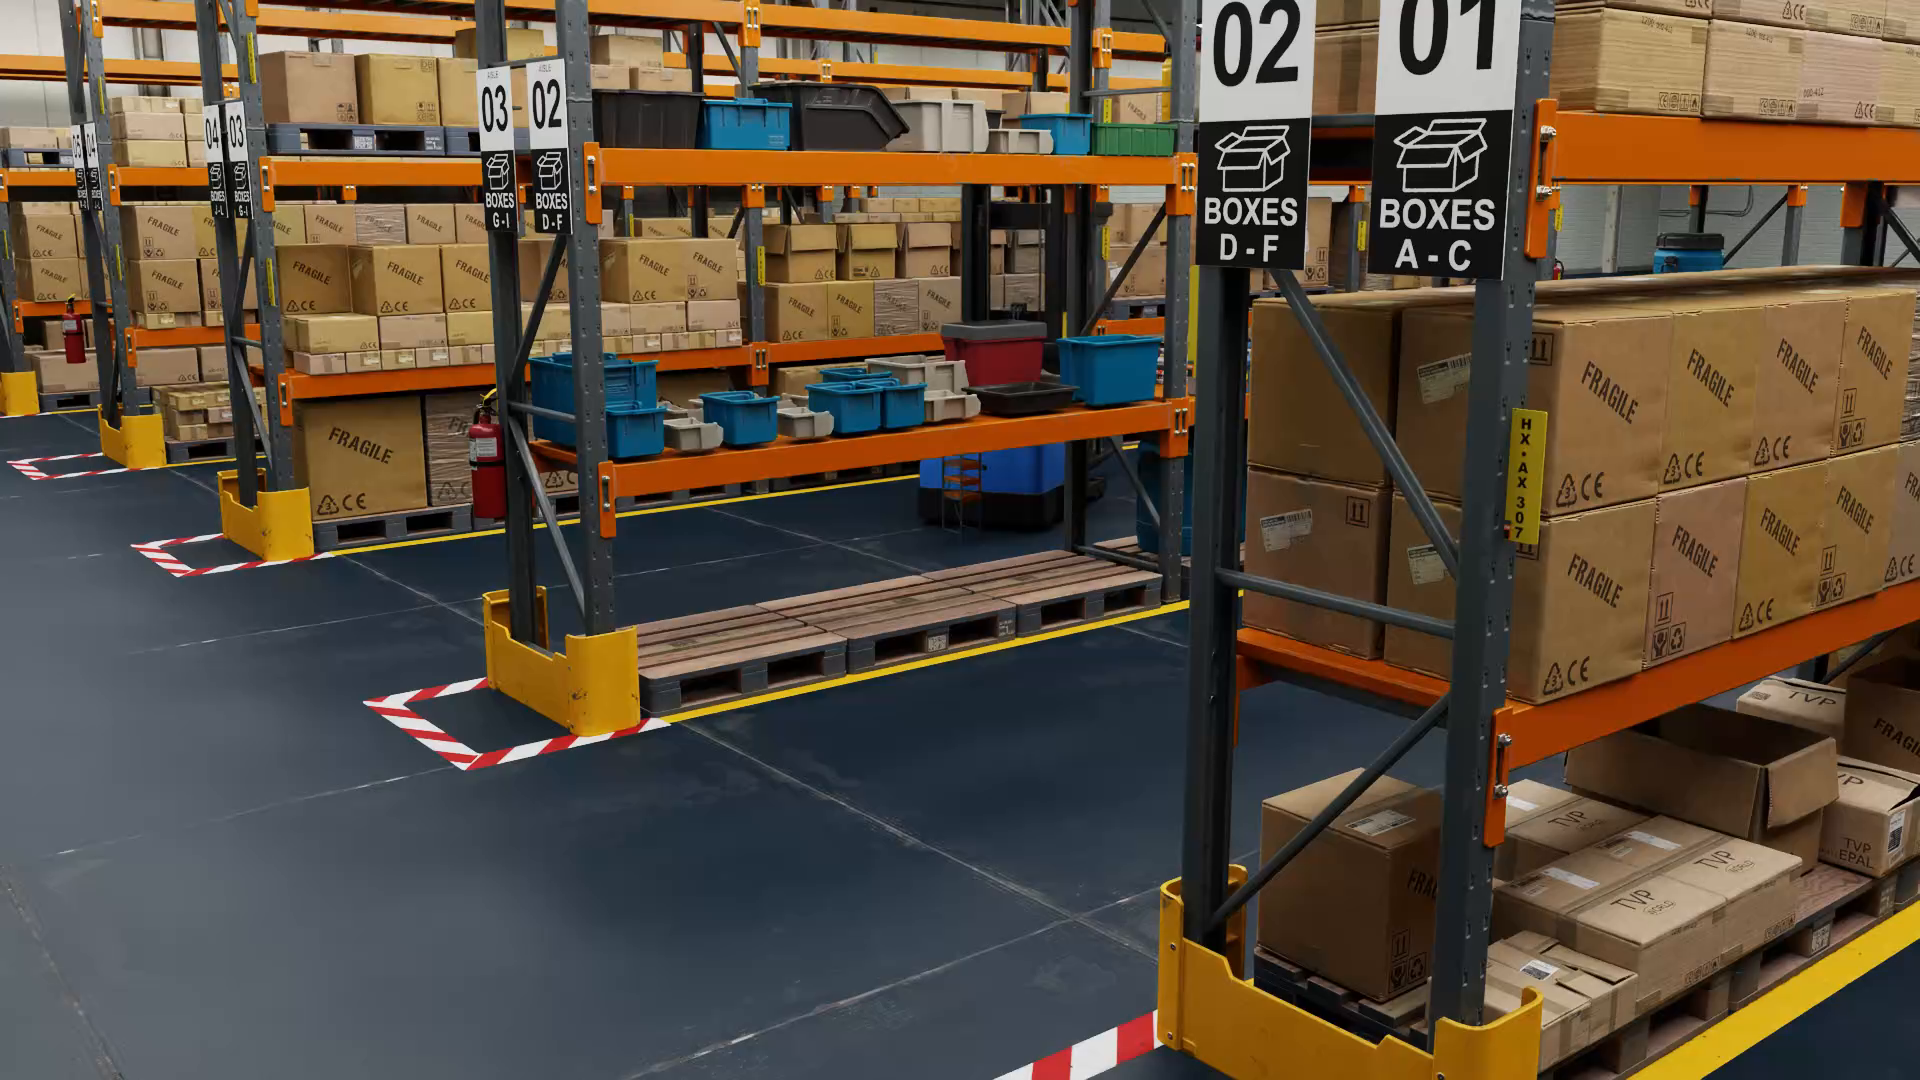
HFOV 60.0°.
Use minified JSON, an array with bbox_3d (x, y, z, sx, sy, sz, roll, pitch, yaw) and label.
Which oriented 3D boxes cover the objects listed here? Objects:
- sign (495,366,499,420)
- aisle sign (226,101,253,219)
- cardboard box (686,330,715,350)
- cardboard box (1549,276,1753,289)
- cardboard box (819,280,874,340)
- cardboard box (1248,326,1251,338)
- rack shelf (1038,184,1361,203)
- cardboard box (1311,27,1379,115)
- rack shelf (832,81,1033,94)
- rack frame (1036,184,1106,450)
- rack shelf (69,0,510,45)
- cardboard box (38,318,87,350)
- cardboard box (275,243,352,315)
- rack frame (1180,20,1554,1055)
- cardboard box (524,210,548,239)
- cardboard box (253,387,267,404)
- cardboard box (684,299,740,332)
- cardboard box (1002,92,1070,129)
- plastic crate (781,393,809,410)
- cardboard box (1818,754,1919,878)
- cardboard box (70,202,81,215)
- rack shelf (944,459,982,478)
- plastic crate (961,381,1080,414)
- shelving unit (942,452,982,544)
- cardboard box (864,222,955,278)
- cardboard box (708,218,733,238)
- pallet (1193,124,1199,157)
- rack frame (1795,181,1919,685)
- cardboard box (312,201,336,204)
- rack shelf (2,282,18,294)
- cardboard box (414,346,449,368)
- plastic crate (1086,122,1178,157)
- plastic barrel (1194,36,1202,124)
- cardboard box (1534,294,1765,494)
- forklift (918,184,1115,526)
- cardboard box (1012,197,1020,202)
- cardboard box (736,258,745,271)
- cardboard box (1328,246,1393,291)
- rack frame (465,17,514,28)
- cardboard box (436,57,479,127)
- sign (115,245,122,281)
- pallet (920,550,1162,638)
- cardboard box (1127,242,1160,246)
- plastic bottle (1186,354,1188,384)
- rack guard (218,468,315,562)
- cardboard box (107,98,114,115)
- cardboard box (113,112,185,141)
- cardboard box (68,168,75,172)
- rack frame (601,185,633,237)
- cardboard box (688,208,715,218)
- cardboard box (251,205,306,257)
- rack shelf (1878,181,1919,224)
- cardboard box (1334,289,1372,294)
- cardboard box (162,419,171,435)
[{"bbox_3d":[-2.413,-0.790,8.734,0.005,0.325,0.100,-9,15,-38],"label":"sign"},{"bbox_3d":[-5.020,-2.640,11.581,0.004,0.787,0.394,-9,15,-38],"label":"aisle sign"},{"bbox_3d":[-2.262,-1.696,14.000,0.250,0.149,0.380,-9,15,-37],"label":"cardboard box"},{"bbox_3d":[2.407,-0.660,5.867,0.500,0.500,0.500,-9,15,-36],"label":"cardboard box"},{"bbox_3d":[-1.120,-2.079,14.956,0.500,0.500,0.500,-9,15,-38],"label":"cardboard box"},{"bbox_3d":[3.835,-3.387,25.464,0.875,0.875,0.875,-9,15,-37],"label":"cardboard box"},{"bbox_3d":[2.658,-3.839,17.998,4.000,0.370,1.077,-9,15,-38],"label":"rack shelf"},{"bbox_3d":[1.271,-1.322,4.775,0.500,0.250,0.500,-9,15,-38],"label":"cardboard box"},{"bbox_3d":[-0.410,-7.431,27.701,4.000,0.370,1.077,-9,15,-38],"label":"rack shelf"},{"bbox_3d":[1.096,-2.464,17.013,0.127,3.000,1.000,-9,15,-38],"label":"rack frame"},{"bbox_3d":[-6.609,-5.084,16.649,4.000,0.370,1.077,-9,15,-38],"label":"rack shelf"},{"bbox_3d":[-13.217,-2.990,24.493,0.500,0.500,0.700,-9,15,-35],"label":"cardboard box"},{"bbox_3d":[-4.935,-1.971,12.529,0.500,0.500,0.500,-9,15,-37],"label":"cardboard box"},{"bbox_3d":[1.035,0.181,4.555,0.127,3.000,1.000,-9,15,-38],"label":"rack frame"},{"bbox_3d":[-6.123,-4.369,23.334,0.500,0.500,0.500,-9,15,-38],"label":"cardboard box"},{"bbox_3d":[-6.990,-1.471,16.757,0.250,0.149,0.380,-10,16,-40],"label":"cardboard box"},{"bbox_3d":[-2.208,-1.918,14.083,0.500,0.250,0.500,-10,15,-39],"label":"cardboard box"},{"bbox_3d":[0.665,-4.097,16.219,0.637,0.503,0.797,-8,15,-34],"label":"cardboard box"},{"bbox_3d":[-0.876,-0.775,9.549,0.250,0.136,0.298,-9,15,-38],"label":"plastic crate"},{"bbox_3d":[3.305,0.979,6.210,0.500,0.311,0.500,-9,15,-38],"label":"cardboard box"},{"bbox_3d":[-10.457,-3.951,19.803,0.250,0.149,0.380,-9,15,-36],"label":"cardboard box"},{"bbox_3d":[0.011,-0.545,12.522,0.180,0.103,0.258,-9,15,-38],"label":"rack shelf"},{"bbox_3d":[0.360,-0.848,9.918,0.590,0.125,0.437,-9,15,-38],"label":"plastic crate"},{"bbox_3d":[0.011,-0.589,12.513,0.189,1.200,0.258,-9,15,-38],"label":"shelving unit"},{"bbox_3d":[-0.515,-2.740,15.653,0.637,0.503,0.797,-9,15,-36],"label":"cardboard box"},{"bbox_3d":[-3.786,-4.631,25.249,0.500,0.500,0.500,-9,15,-37],"label":"cardboard box"},{"bbox_3d":[1.618,-2.634,11.047,1.003,0.211,1.213,-9,15,-38],"label":"pallet"},{"bbox_3d":[4.158,-0.338,6.999,0.127,3.000,1.000,-9,15,-38],"label":"rack frame"},{"bbox_3d":[-8.260,-4.316,21.525,0.250,0.149,0.380,-10,15,-39],"label":"cardboard box"},{"bbox_3d":[-12.884,-3.746,24.780,4.000,0.370,1.077,-9,15,-38],"label":"rack shelf"},{"bbox_3d":[-4.066,-1.397,12.590,0.250,0.149,0.380,-10,15,-39],"label":"cardboard box"},{"bbox_3d":[0.925,-2.402,10.006,0.662,0.188,0.450,-9,15,-38],"label":"plastic crate"},{"bbox_3d":[1.634,-2.909,10.546,0.433,0.535,0.433,0,12,0],"label":"plastic barrel"},{"bbox_3d":[1.949,-0.441,4.836,0.500,0.500,0.500,-9,15,-37],"label":"cardboard box"},{"bbox_3d":[0.642,-1.805,14.071,1.130,2.935,3.031,4,13,19],"label":"forklift"},{"bbox_3d":[0.889,-5.692,28.847,0.500,0.500,0.700,-10,16,-39],"label":"cardboard box"},{"bbox_3d":[-2.632,-3.270,19.685,0.250,0.149,0.380,-9,15,-38],"label":"cardboard box"},{"bbox_3d":[4.609,-3.226,19.644,0.500,0.500,0.875,-9,15,-38],"label":"cardboard box"},{"bbox_3d":[-5.047,-5.697,17.796,0.127,3.000,1.000,-9,15,-38],"label":"rack frame"},{"bbox_3d":[-3.890,-3.401,12.712,0.500,0.500,0.700,-11,16,-41],"label":"cardboard box"},{"bbox_3d":[-7.832,-2.579,15.470,0.005,0.325,0.100,-9,15,-38],"label":"sign"},{"bbox_3d":[0.517,0.324,10.596,1.213,0.211,1.003,-9,15,-38],"label":"pallet"},{"bbox_3d":[2.391,-4.050,24.120,0.550,0.550,0.875,-9,15,-38],"label":"cardboard box"},{"bbox_3d":[1.550,-1.178,11.433,0.097,0.201,0.097,0,12,0],"label":"plastic bottle"},{"bbox_3d":[-5.170,-0.200,12.369,0.348,0.500,1.175,-9,15,-38],"label":"rack guard"},{"bbox_3d":[-8.095,-4.168,16.013,0.250,0.149,0.380,-10,15,-38],"label":"cardboard box"},{"bbox_3d":[-7.658,-3.898,15.702,0.500,0.250,0.500,-9,15,-37],"label":"cardboard box"},{"bbox_3d":[-12.794,-5.369,24.077,0.250,0.149,0.380,-9,15,-38],"label":"cardboard box"},{"bbox_3d":[-5.095,-4.072,24.582,0.127,3.000,1.000,-9,15,-38],"label":"rack frame"},{"bbox_3d":[-3.994,-5.047,25.645,0.250,0.149,0.380,-10,16,-40],"label":"cardboard box"},{"bbox_3d":[-6.844,-3.073,16.515,0.500,0.500,0.500,-10,15,-39],"label":"cardboard box"},{"bbox_3d":[5.720,-1.713,7.985,4.000,0.370,1.077,-9,15,-38],"label":"rack shelf"},{"bbox_3d":[4.575,-2.840,19.385,0.250,0.149,0.380,-9,15,-38],"label":"cardboard box"},{"bbox_3d":[-7.890,-1.157,16.708,0.250,0.149,0.380,-9,15,-37],"label":"cardboard box"}]
